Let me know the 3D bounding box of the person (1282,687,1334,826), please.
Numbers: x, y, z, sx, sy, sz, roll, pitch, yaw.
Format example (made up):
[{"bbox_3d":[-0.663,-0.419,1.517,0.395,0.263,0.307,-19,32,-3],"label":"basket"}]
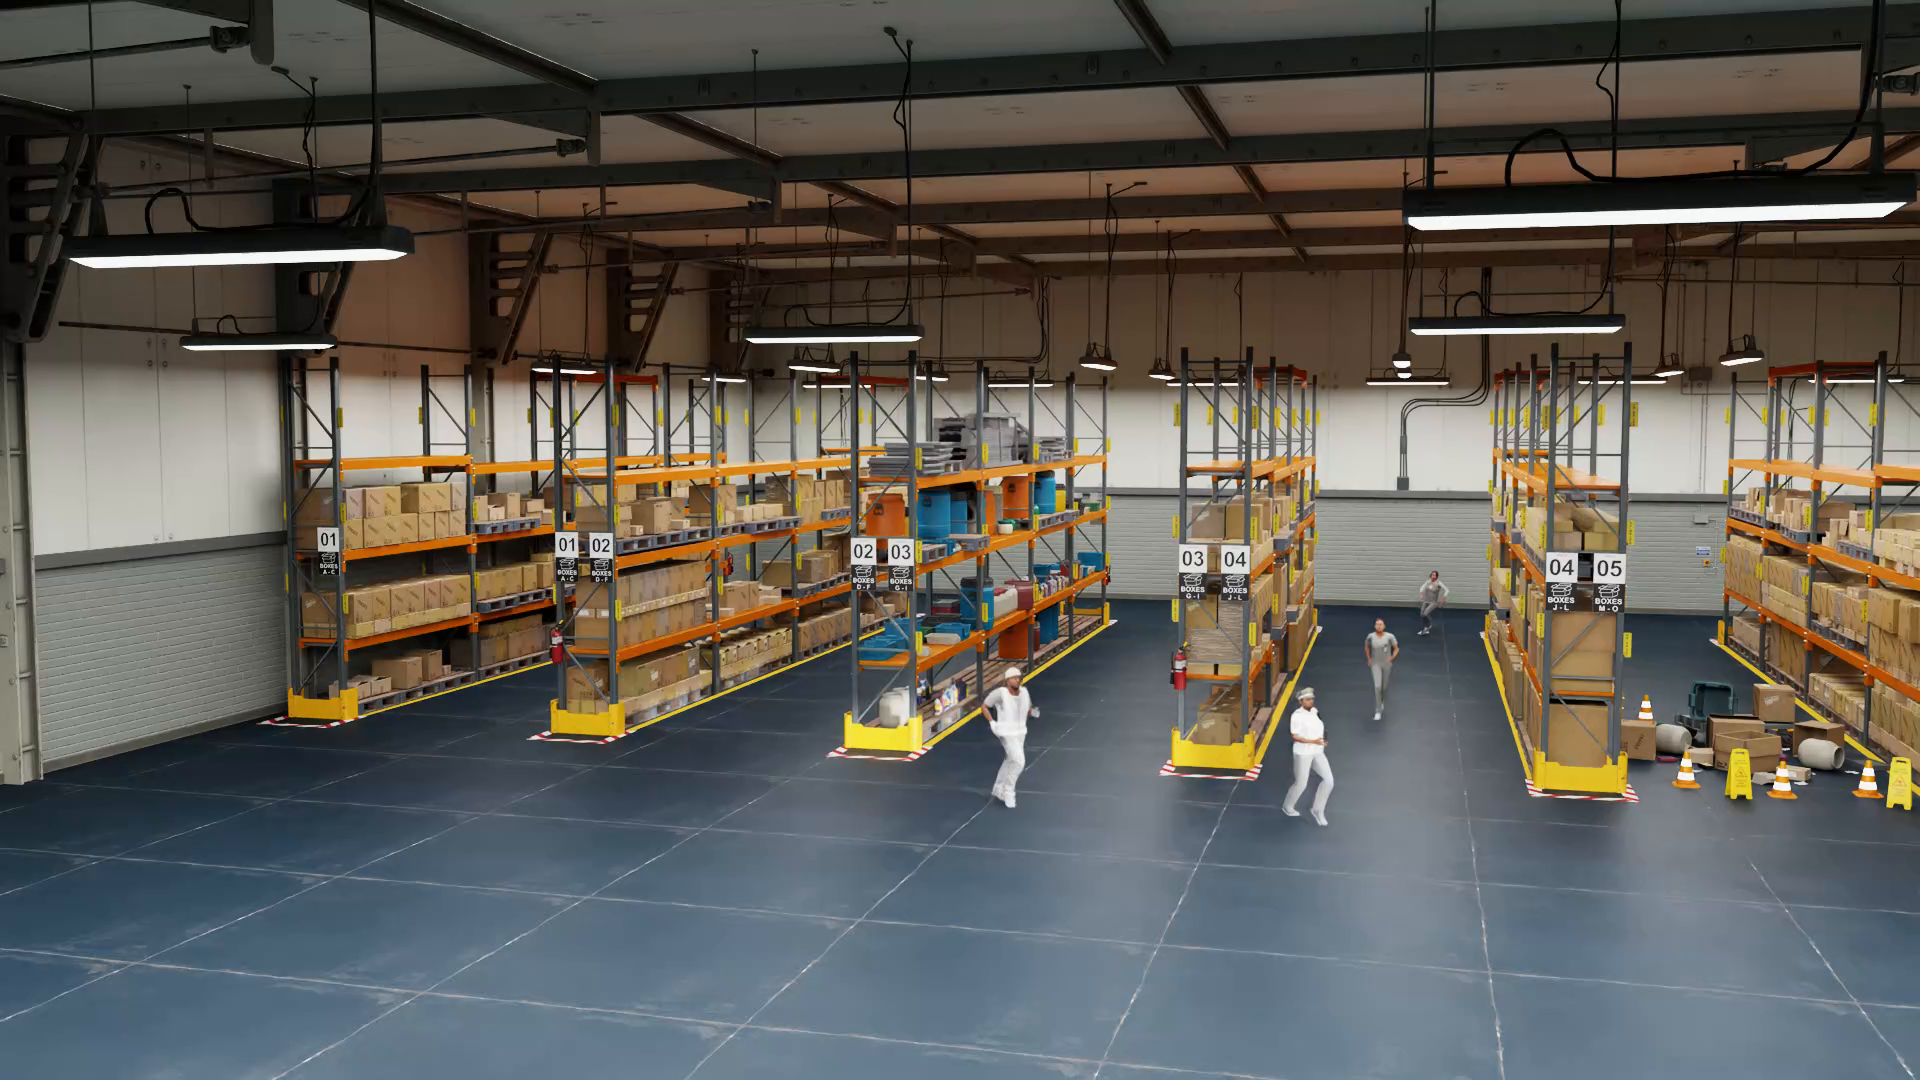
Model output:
[{"bbox_3d":[4.318,2.671,20.586,0.581,1.728,0.734,-2,5,-30],"label":"person"}]

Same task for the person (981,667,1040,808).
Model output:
[{"bbox_3d":[0.698,2.552,21.507,0.645,1.829,0.743,-4,6,-42],"label":"person"}]

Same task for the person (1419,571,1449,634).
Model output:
[{"bbox_3d":[10.838,1.447,38.243,0.565,1.509,0.673,-4,6,-42],"label":"person"}]

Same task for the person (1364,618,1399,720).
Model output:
[{"bbox_3d":[7.059,2.127,27.863,0.565,1.684,0.824,1,4,14],"label":"person"}]
